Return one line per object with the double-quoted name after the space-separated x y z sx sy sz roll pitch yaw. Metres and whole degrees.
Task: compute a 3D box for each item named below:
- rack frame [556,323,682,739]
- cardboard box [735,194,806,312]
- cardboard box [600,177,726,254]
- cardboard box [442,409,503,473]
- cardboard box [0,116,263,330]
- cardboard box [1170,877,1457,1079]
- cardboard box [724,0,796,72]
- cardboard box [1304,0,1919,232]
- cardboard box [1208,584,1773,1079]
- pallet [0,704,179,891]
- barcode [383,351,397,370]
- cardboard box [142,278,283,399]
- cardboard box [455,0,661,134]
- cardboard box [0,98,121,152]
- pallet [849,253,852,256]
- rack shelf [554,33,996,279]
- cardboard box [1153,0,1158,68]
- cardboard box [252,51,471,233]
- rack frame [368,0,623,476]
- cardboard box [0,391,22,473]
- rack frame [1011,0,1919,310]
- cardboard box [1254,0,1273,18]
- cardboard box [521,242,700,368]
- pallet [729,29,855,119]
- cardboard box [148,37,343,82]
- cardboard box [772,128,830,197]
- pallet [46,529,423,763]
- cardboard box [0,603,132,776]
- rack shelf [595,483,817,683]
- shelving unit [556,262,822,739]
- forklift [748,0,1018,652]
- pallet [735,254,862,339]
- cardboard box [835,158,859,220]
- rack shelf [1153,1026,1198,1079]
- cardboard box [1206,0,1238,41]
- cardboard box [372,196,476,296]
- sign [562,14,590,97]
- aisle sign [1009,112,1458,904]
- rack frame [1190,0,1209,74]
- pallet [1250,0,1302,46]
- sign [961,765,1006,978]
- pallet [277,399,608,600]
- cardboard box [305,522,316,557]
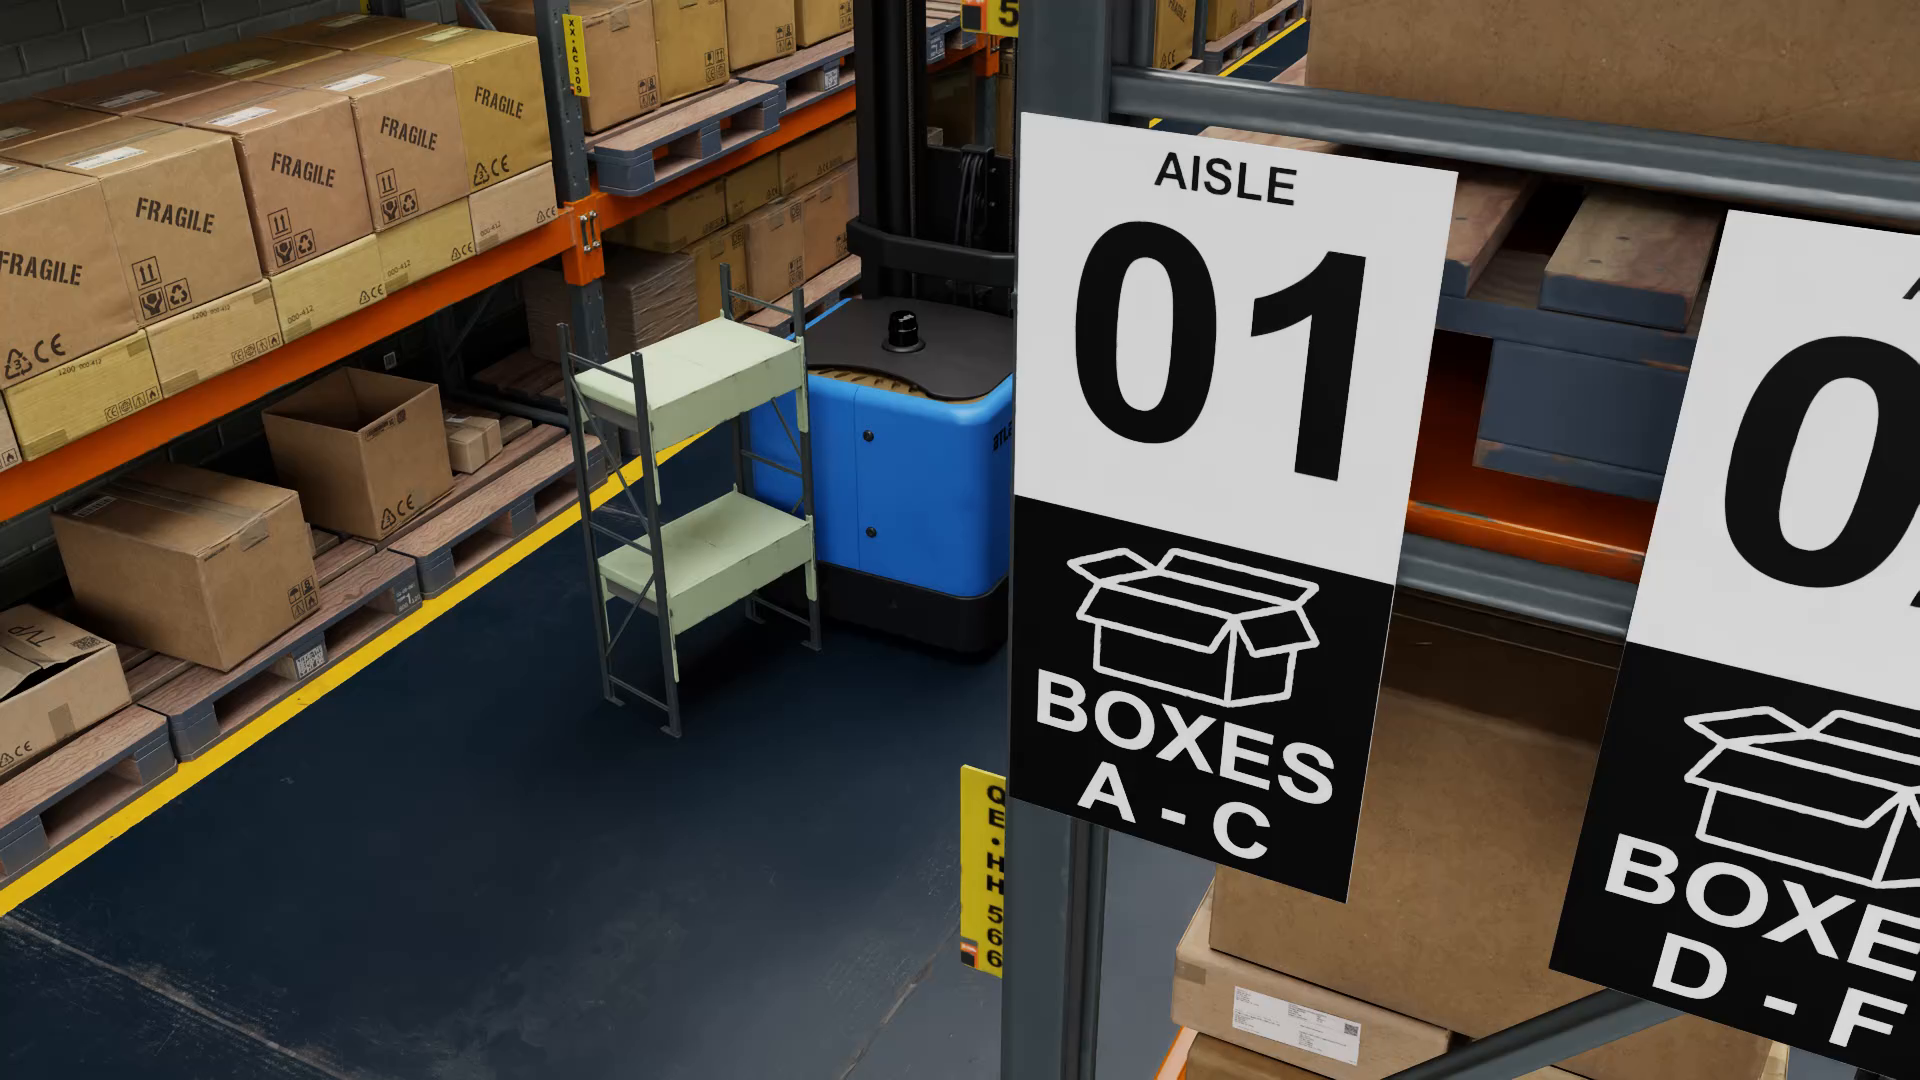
-1.167 0.000 5.743 0.400 1.500 0.023 22 37 33 "rack frame"
-1.286 -1.628 9.142 0.700 0.500 0.500 15 33 24 "cardboard box"
-1.548 -1.692 8.500 0.500 0.250 0.500 14 33 22 "cardboard box"
-2.283 -0.452 7.429 0.380 0.166 0.250 10 31 17 "cardboard box"
-2.704 -1.049 5.442 0.500 0.500 0.500 15 33 25 "cardboard box"
0.528 0.624 2.399 0.380 0.149 0.250 14 33 22 "cardboard box"
-1.271 -2.731 8.452 0.700 0.500 0.500 19 35 30 "cardboard box"
0.789 -0.681 1.745 0.797 0.503 0.637 17 34 27 "cardboard box"
0.771 0.328 2.264 0.700 0.500 0.500 14 33 23 "cardboard box"
-3.452 0.863 5.536 1.003 0.211 1.213 14 33 23 "pallet"
-2.526 -0.795 7.369 0.001 0.075 0.075 14 33 23 "barcode"
-2.690 -0.730 5.640 0.500 0.250 0.500 15 33 24 "cardboard box"
-1.804 -2.186 7.502 0.700 0.500 0.500 14 33 23 "cardboard box"
-3.164 -1.161 5.637 0.500 0.500 0.500 15 33 24 "cardboard box"
-0.601 -1.952 10.437 1.003 0.211 1.213 14 33 23 "pallet"
-1.155 -2.309 8.981 1.077 0.370 4.000 14 33 23 "rack shelf"
0.996 -3.818 12.624 0.750 0.750 0.750 15 33 25 "cardboard box"
-2.228 -1.501 6.228 0.500 0.500 0.500 14 33 23 "cardboard box"
-2.066 -1.734 7.258 1.000 3.000 0.127 14 33 23 "rack frame"
-3.160 -0.282 4.860 0.500 0.250 0.500 13 32 22 "cardboard box"
0.523 -1.440 0.722 1.000 3.000 0.127 14 33 23 "rack frame"
2.478 -5.136 15.270 0.700 0.500 0.500 15 33 24 "cardboard box"
-1.746 -1.171 8.345 0.700 0.500 0.500 15 33 25 "cardboard box"
-1.109 -2.537 8.849 1.003 0.211 1.213 14 33 23 "pallet"
-2.705 -1.613 6.425 0.500 0.500 0.500 14 33 23 "cardboard box"
-1.071 -2.141 9.281 0.500 0.250 0.500 14 33 23 "cardboard box"
-2.895 0.324 6.474 1.003 0.211 1.213 14 33 23 "pallet"
-3.233 0.475 5.668 0.500 0.311 0.500 17 34 27 "cardboard box"
-0.935 0.142 6.151 0.431 0.370 0.720 22 37 33 "rack shelf"
-0.935 -0.140 5.989 0.431 1.500 0.755 22 37 33 "shelving unit"
0.279 -1.552 7.010 1.130 2.935 3.031 14 33 23 "forklift"
-1.158 -1.413 9.499 1.003 0.211 1.213 14 33 23 "pallet"
-0.864 -2.081 9.930 0.700 0.500 0.500 14 33 23 "cardboard box"
1.434 0.587 3.939 1.077 0.370 4.000 14 33 23 "rack shelf"
2.010 -4.687 14.488 0.700 0.500 0.500 15 33 24 "cardboard box"
-2.246 -1.180 6.423 0.500 0.250 0.500 14 33 23 "cardboard box"
-1.580 -1.990 6.833 0.100 0.325 0.005 14 33 23 "sign"
0.232 -0.004 1.633 0.394 0.787 0.004 14 33 23 "aisle sign"
1.578 -5.281 13.433 1.000 3.000 0.127 14 33 23 "rack frame"
2.549 -4.933 15.629 1.003 0.211 1.213 14 33 23 "pallet"
0.047 0.427 2.093 0.100 0.325 0.005 14 33 23 "sign"
-2.341 -0.219 7.419 1.003 0.211 1.213 14 33 23 "pallet"
-2.813 0.016 6.631 0.380 0.149 0.250 12 32 19 "cardboard box"
